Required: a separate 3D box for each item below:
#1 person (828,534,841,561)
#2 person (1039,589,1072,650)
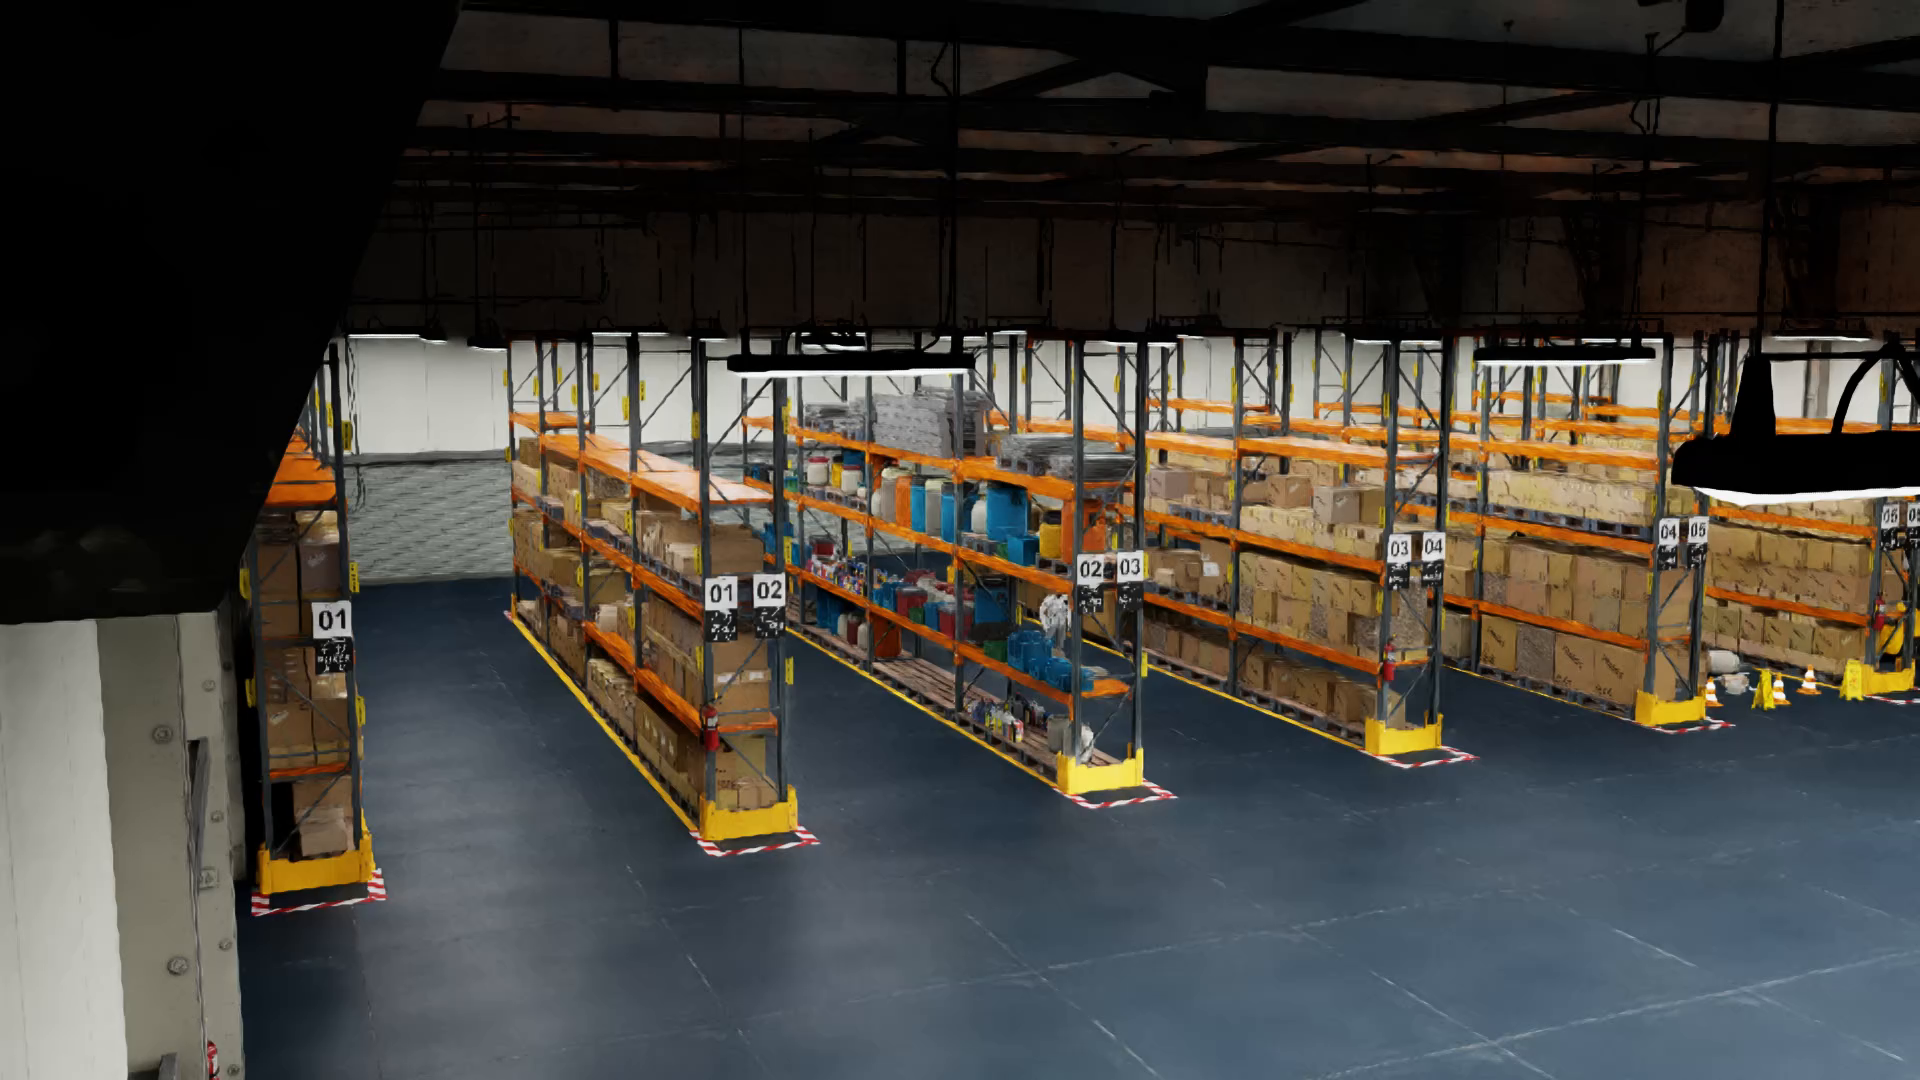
[{"bbox_3d":[-2.776,0.640,35.922,0.498,1.580,1.075,-4,9,-25],"label":"person"},{"bbox_3d":[1.695,1.507,29.655,0.639,1.628,0.512,-4,9,-25],"label":"person"}]
